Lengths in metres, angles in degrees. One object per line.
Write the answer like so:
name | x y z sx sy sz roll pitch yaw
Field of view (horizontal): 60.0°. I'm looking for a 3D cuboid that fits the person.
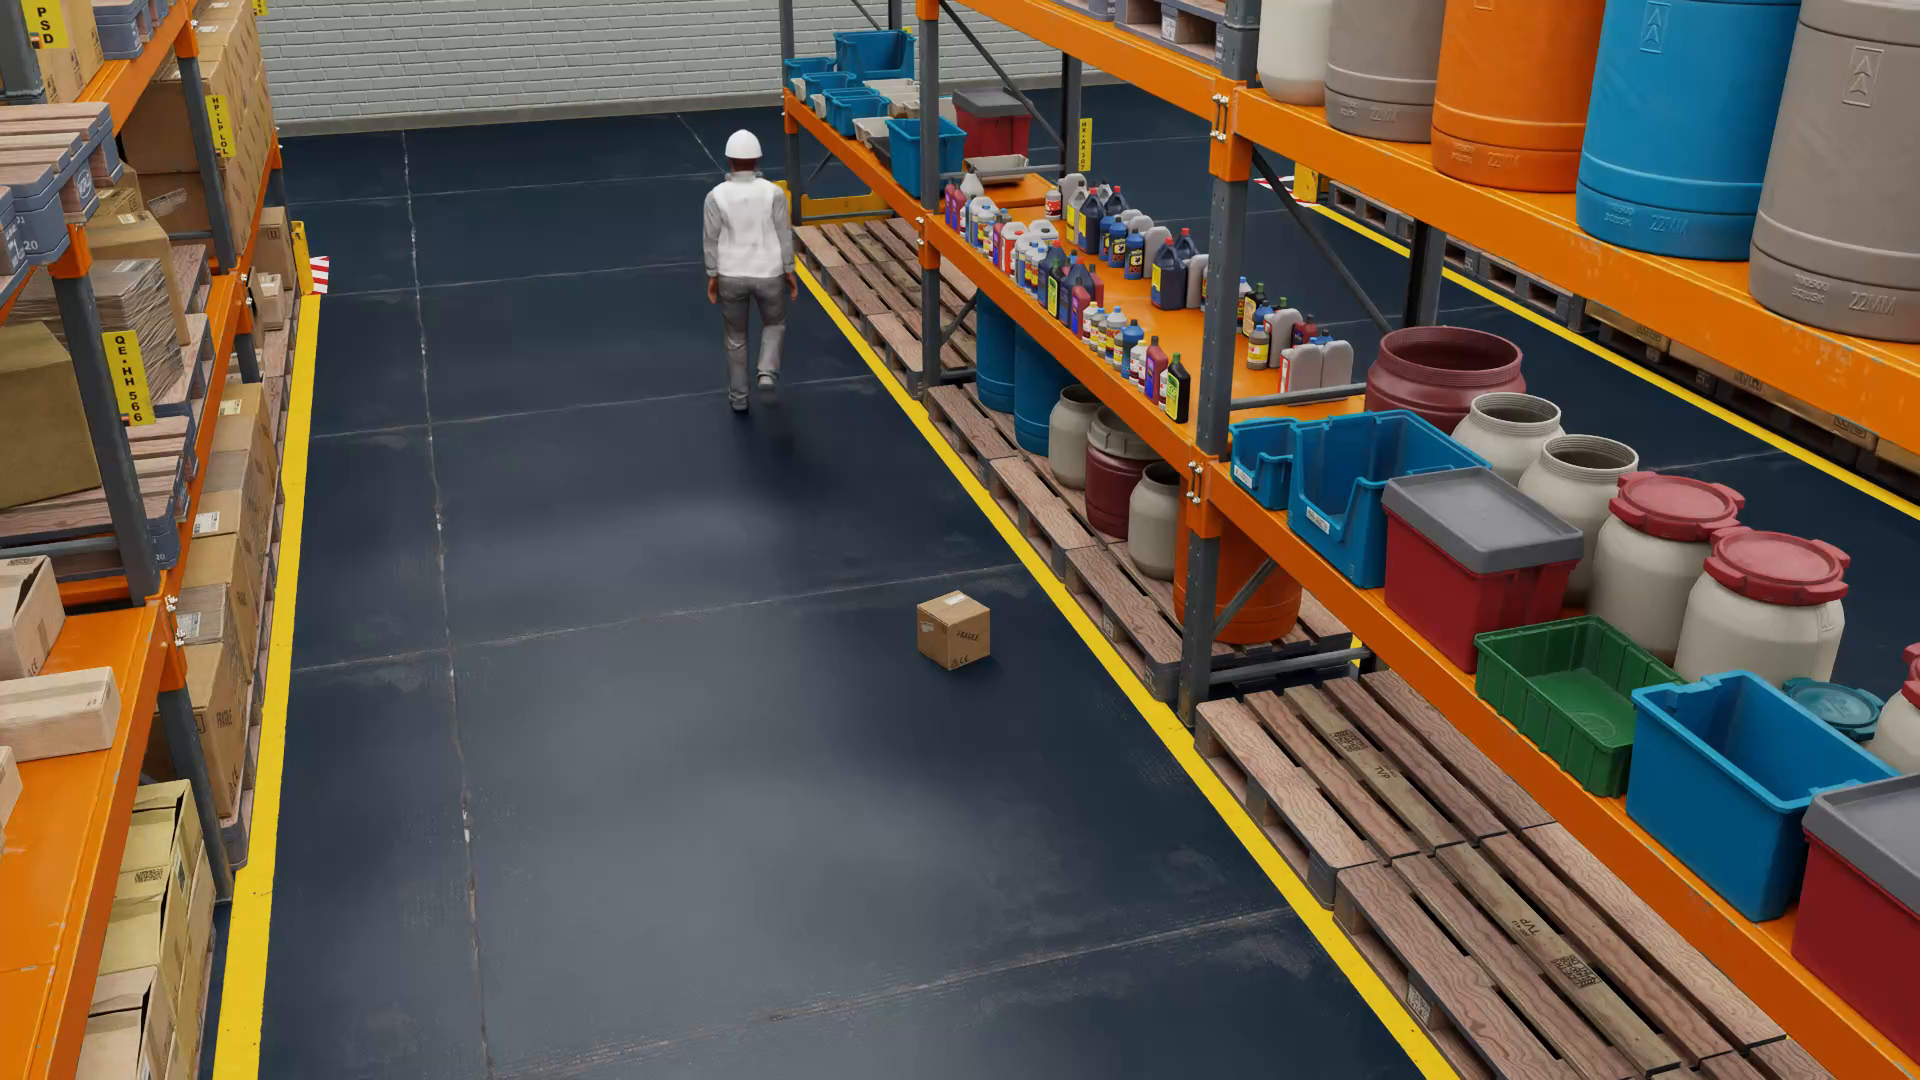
person | -1.305 -1.655 10.397 0.573 1.763 0.514 -3 26 -6
